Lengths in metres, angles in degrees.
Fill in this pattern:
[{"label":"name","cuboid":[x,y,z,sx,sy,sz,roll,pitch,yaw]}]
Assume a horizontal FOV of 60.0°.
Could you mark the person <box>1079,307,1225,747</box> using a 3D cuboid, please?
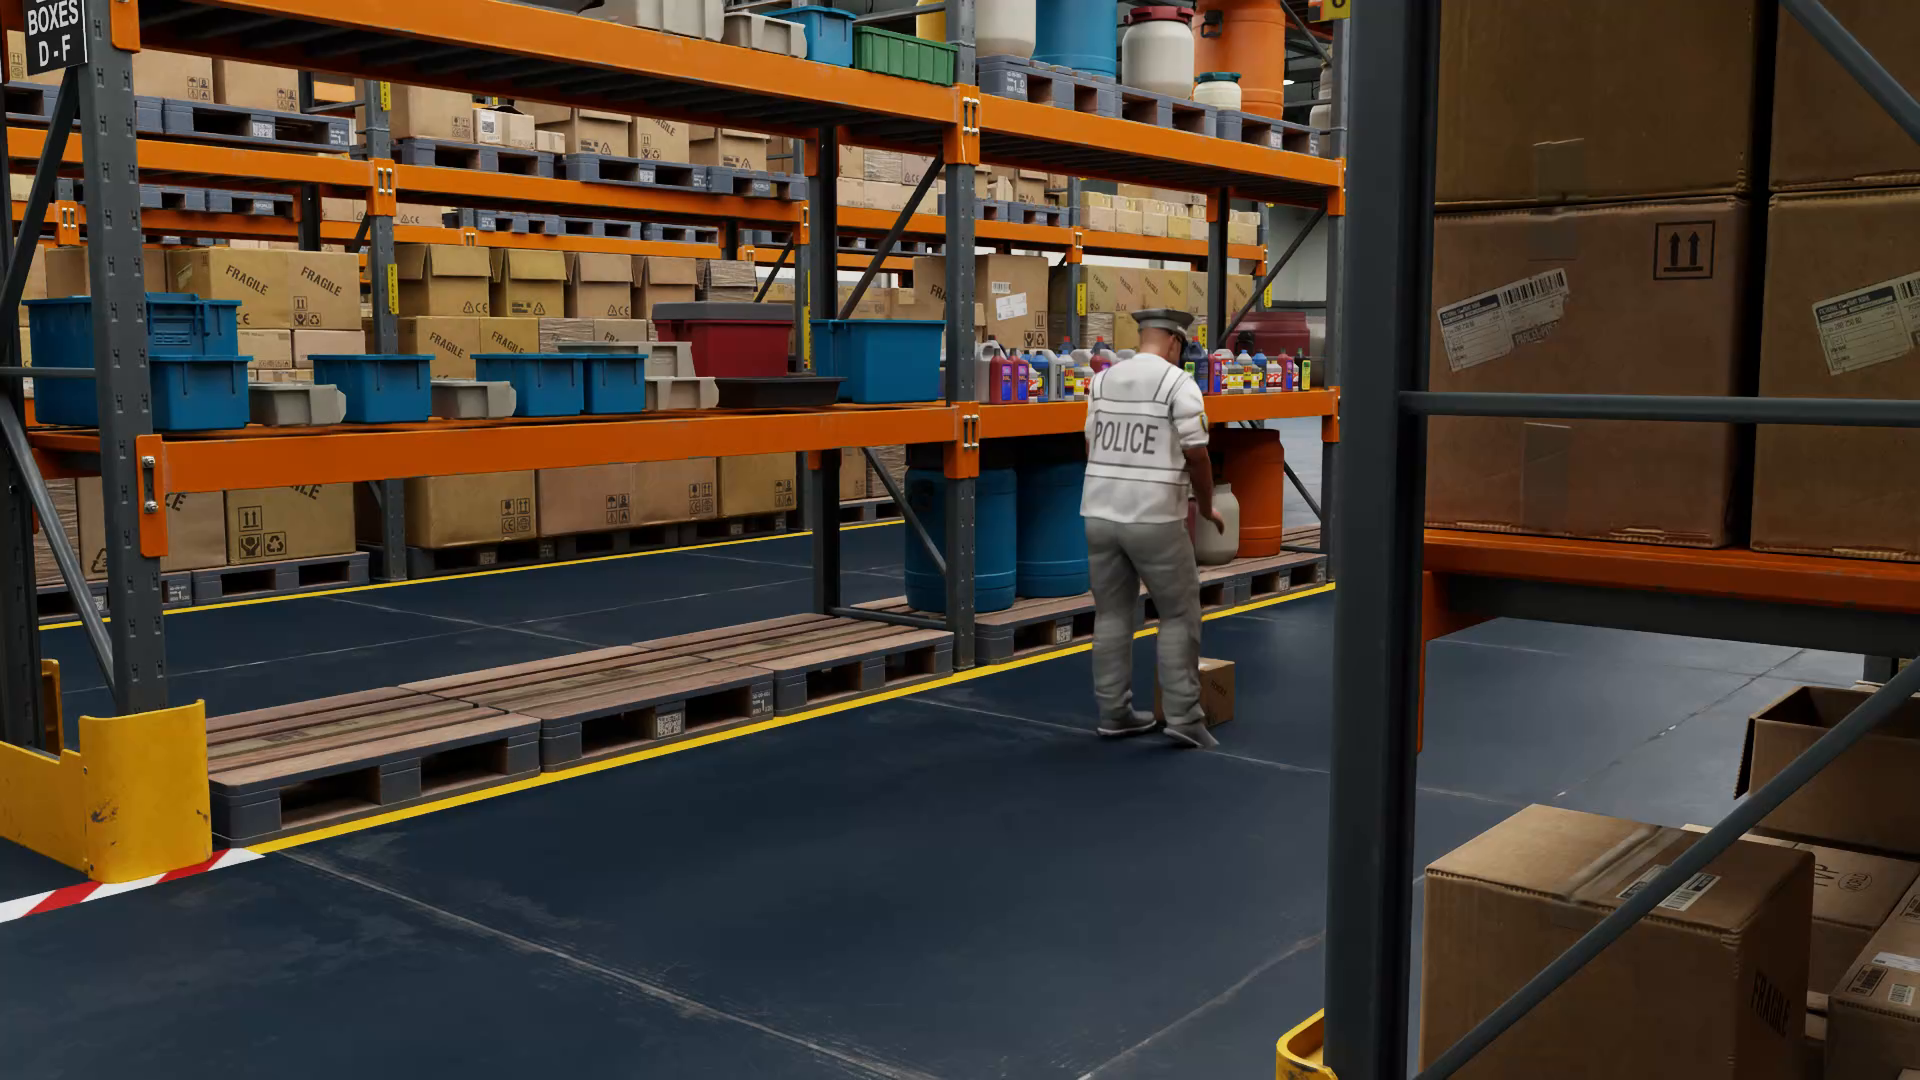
[{"label":"person","cuboid":[0.778,-0.021,6.703,0.582,1.820,0.564,5,8,38]}]
